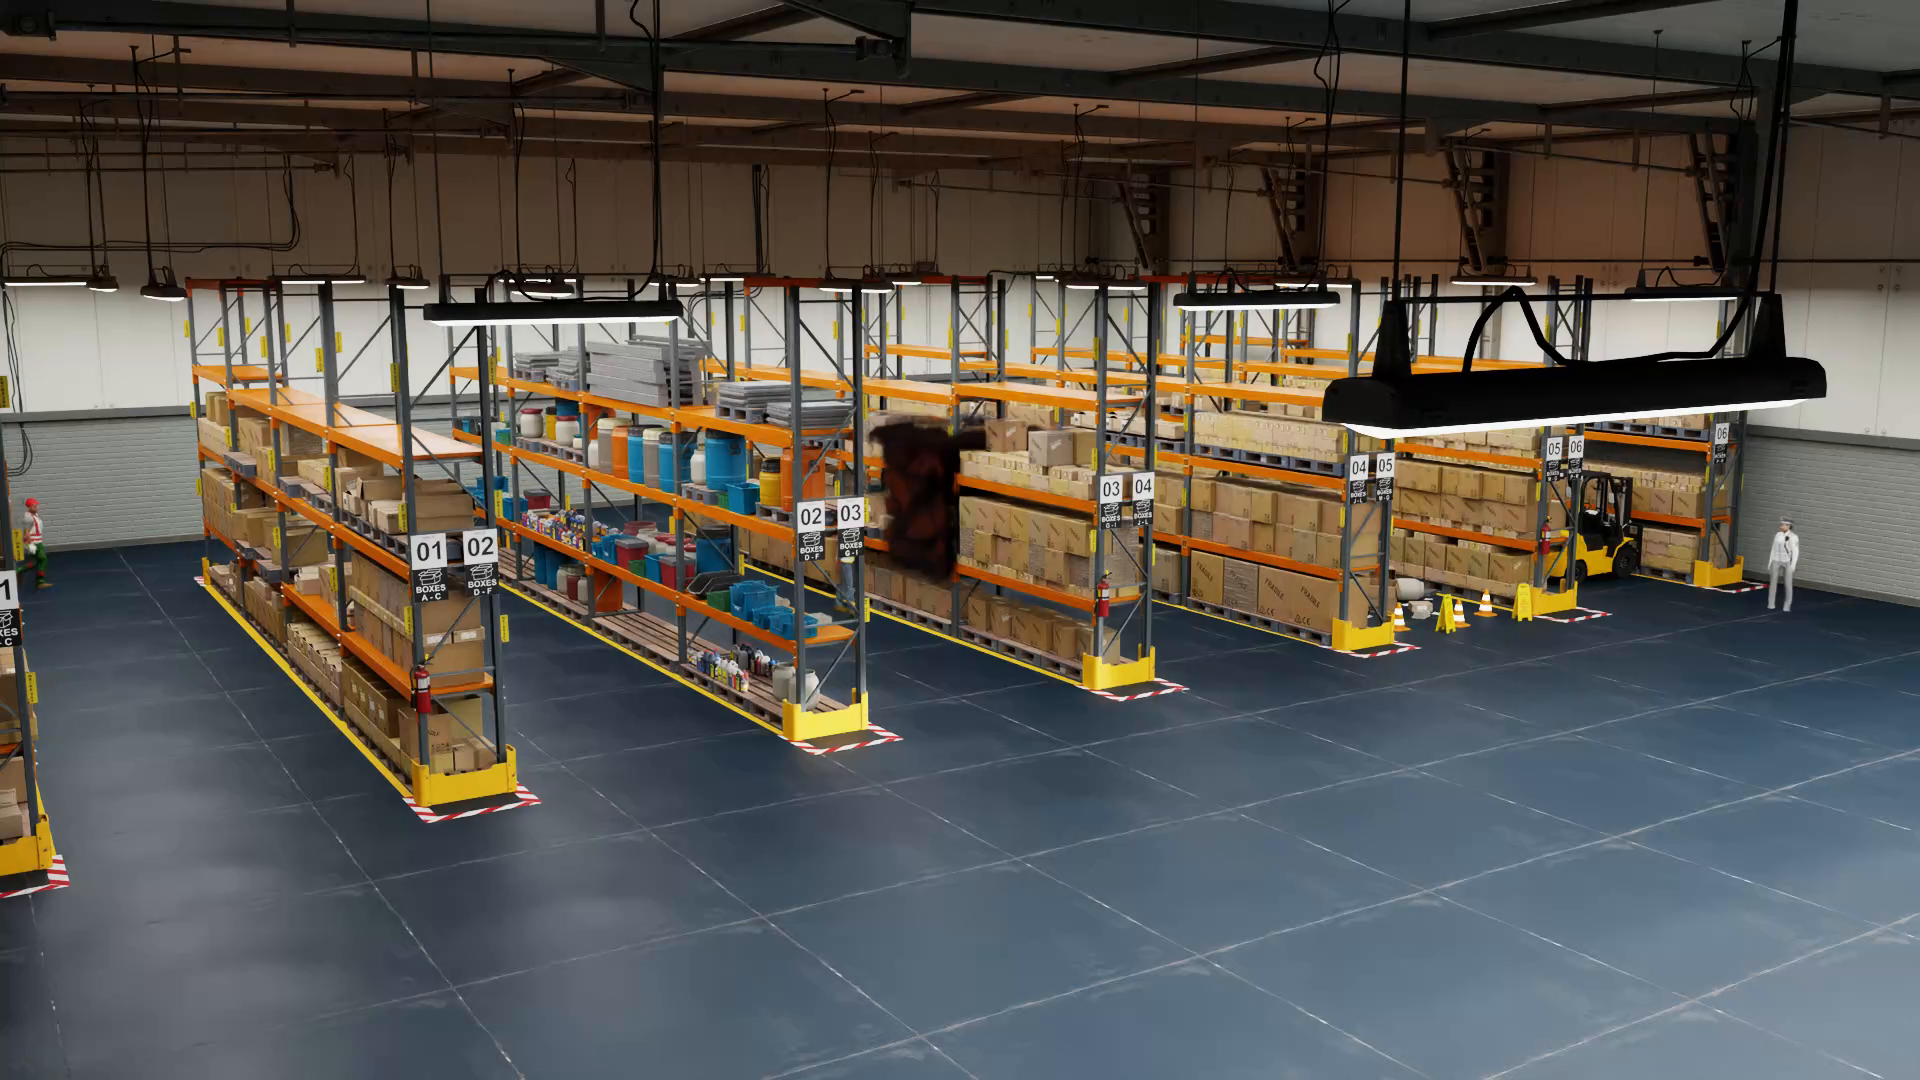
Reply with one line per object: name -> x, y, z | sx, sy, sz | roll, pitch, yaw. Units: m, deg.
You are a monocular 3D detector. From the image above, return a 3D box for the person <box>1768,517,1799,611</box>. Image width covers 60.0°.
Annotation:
person -> 15.037, 0.427, 30.384 | 0.512, 1.692, 0.371 | 9, 13, 43

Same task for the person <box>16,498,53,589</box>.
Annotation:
person -> -18.009, 0.067, 32.194 | 0.655, 1.758, 0.607 | -6, 11, -31

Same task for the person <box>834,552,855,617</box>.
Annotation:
person -> -1.883, 0.417, 28.488 | 0.748, 1.780, 0.662 | 6, 11, 31
